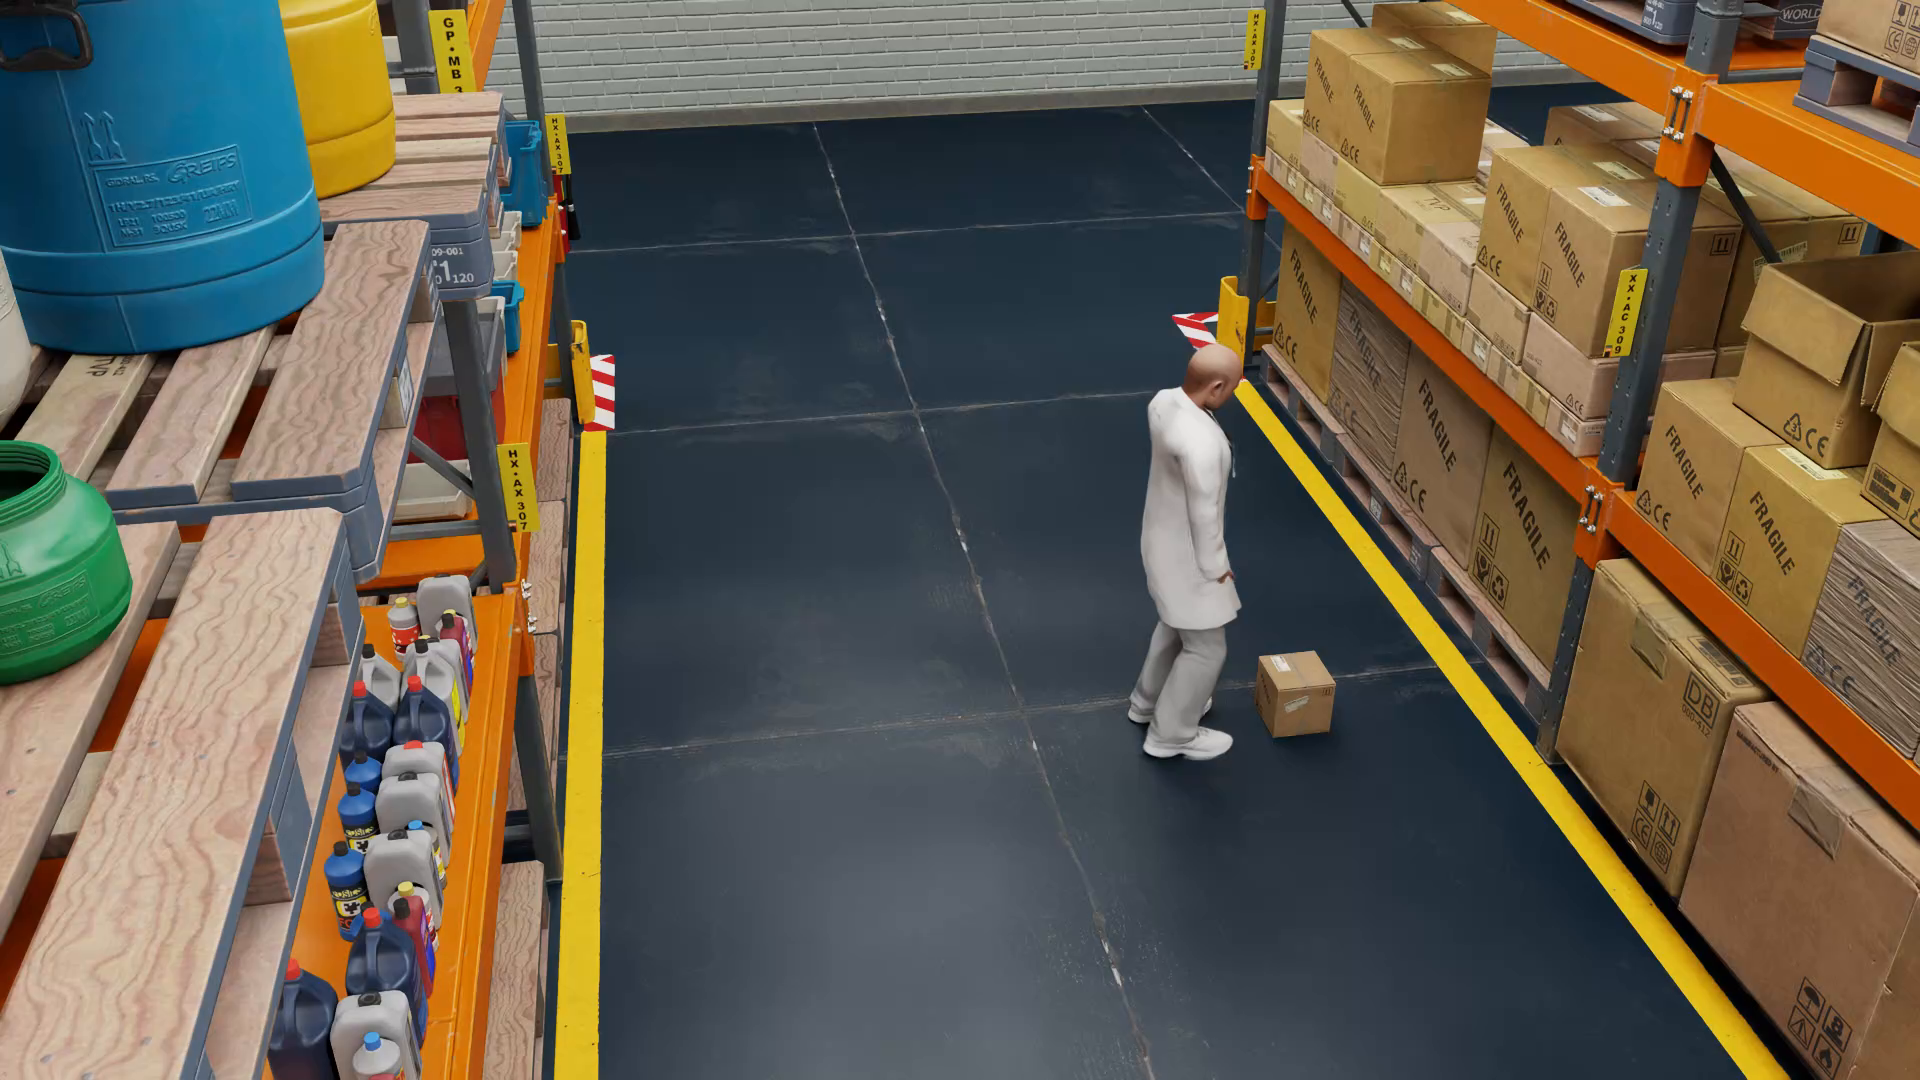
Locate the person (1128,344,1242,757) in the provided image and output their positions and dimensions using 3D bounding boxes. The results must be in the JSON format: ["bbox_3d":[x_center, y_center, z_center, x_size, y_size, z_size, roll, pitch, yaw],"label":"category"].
[{"bbox_3d":[0.916,0.042,6.612,0.389,1.753,0.575,-5,31,-8],"label":"person"}]
